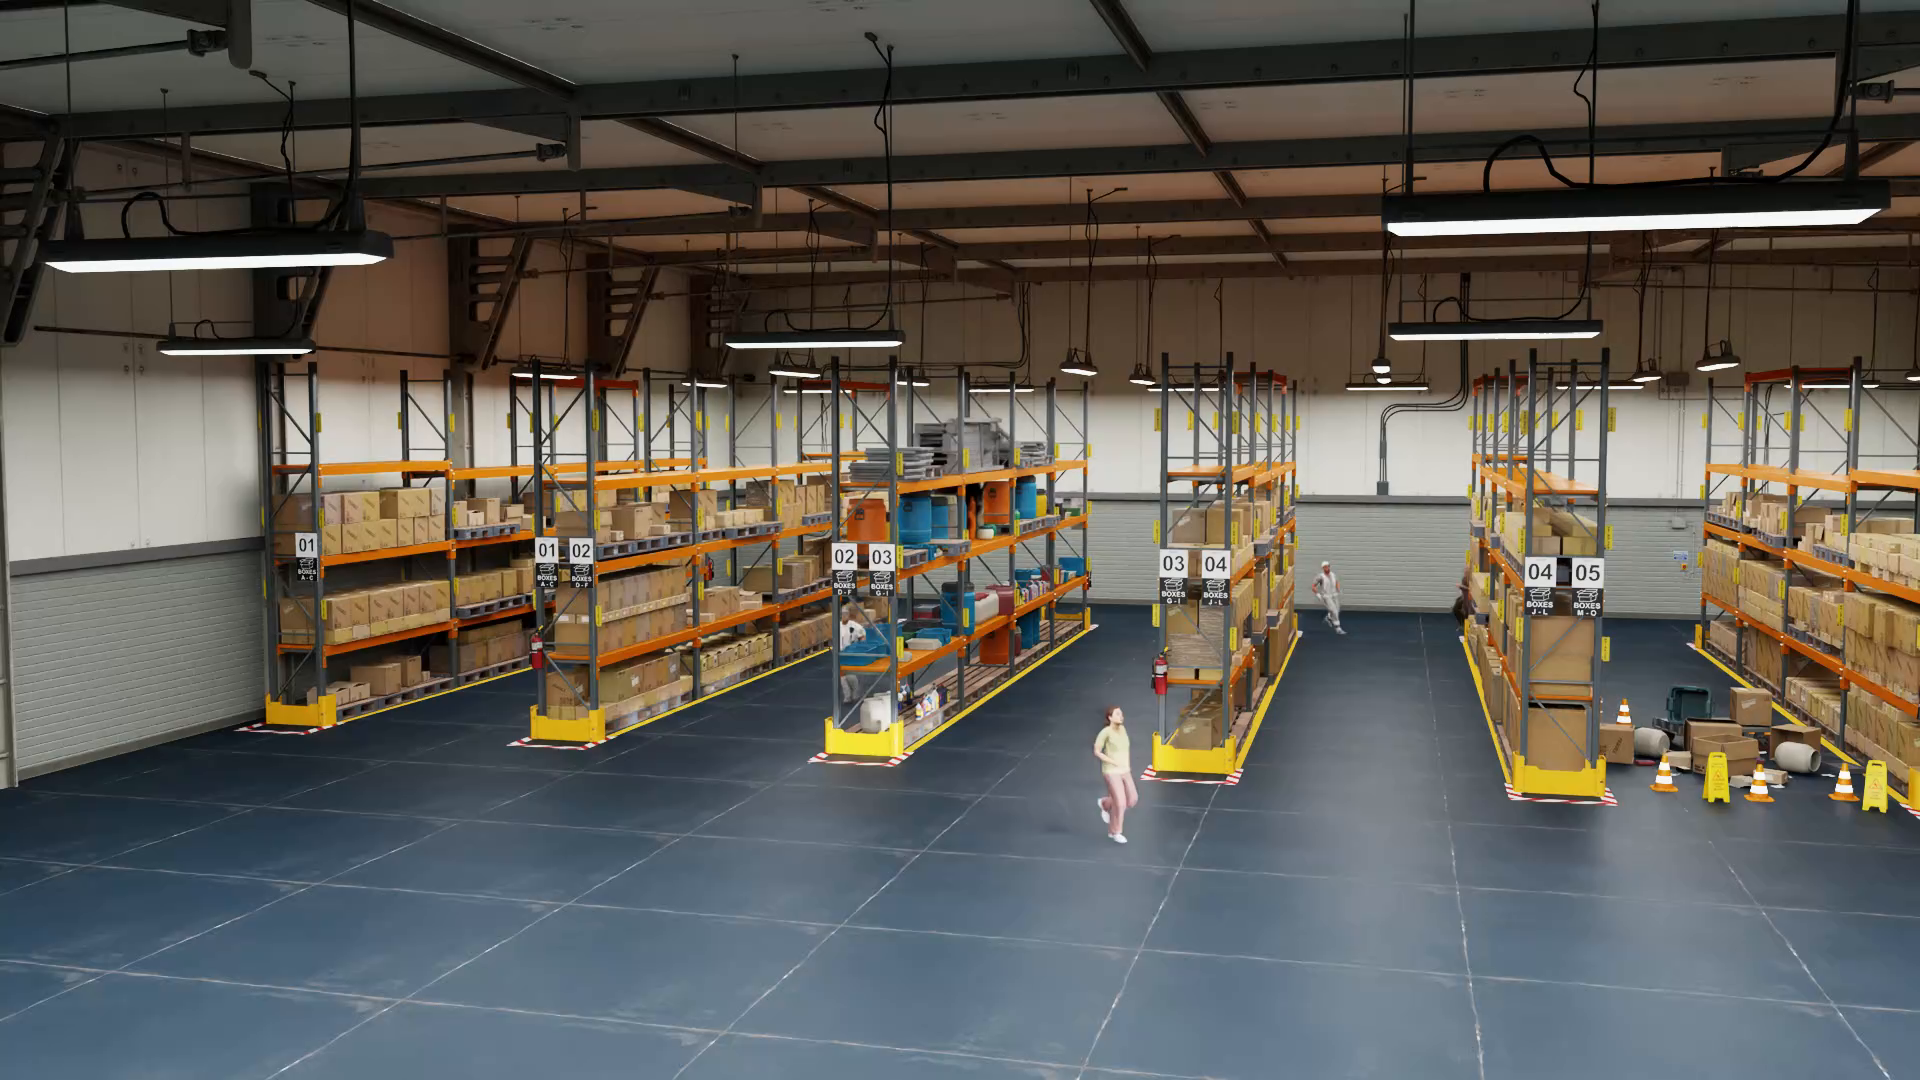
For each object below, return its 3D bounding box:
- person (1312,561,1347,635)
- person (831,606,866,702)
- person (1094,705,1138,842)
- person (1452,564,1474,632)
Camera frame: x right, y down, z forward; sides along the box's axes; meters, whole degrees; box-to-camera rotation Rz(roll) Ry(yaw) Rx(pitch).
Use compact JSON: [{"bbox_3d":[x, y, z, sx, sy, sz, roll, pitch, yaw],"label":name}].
[{"bbox_3d":[8.710,1.367,39.329,0.718,1.734,0.869,-2,4,-23],"label":"person"},{"bbox_3d":[-2.036,2.042,29.627,0.638,1.737,0.586,1,4,16],"label":"person"},{"bbox_3d":[1.842,2.791,20.004,0.610,1.634,0.579,-4,6,-43],"label":"person"},{"bbox_3d":[12.002,1.377,39.296,0.697,1.695,0.830,0,4,4],"label":"person"}]
